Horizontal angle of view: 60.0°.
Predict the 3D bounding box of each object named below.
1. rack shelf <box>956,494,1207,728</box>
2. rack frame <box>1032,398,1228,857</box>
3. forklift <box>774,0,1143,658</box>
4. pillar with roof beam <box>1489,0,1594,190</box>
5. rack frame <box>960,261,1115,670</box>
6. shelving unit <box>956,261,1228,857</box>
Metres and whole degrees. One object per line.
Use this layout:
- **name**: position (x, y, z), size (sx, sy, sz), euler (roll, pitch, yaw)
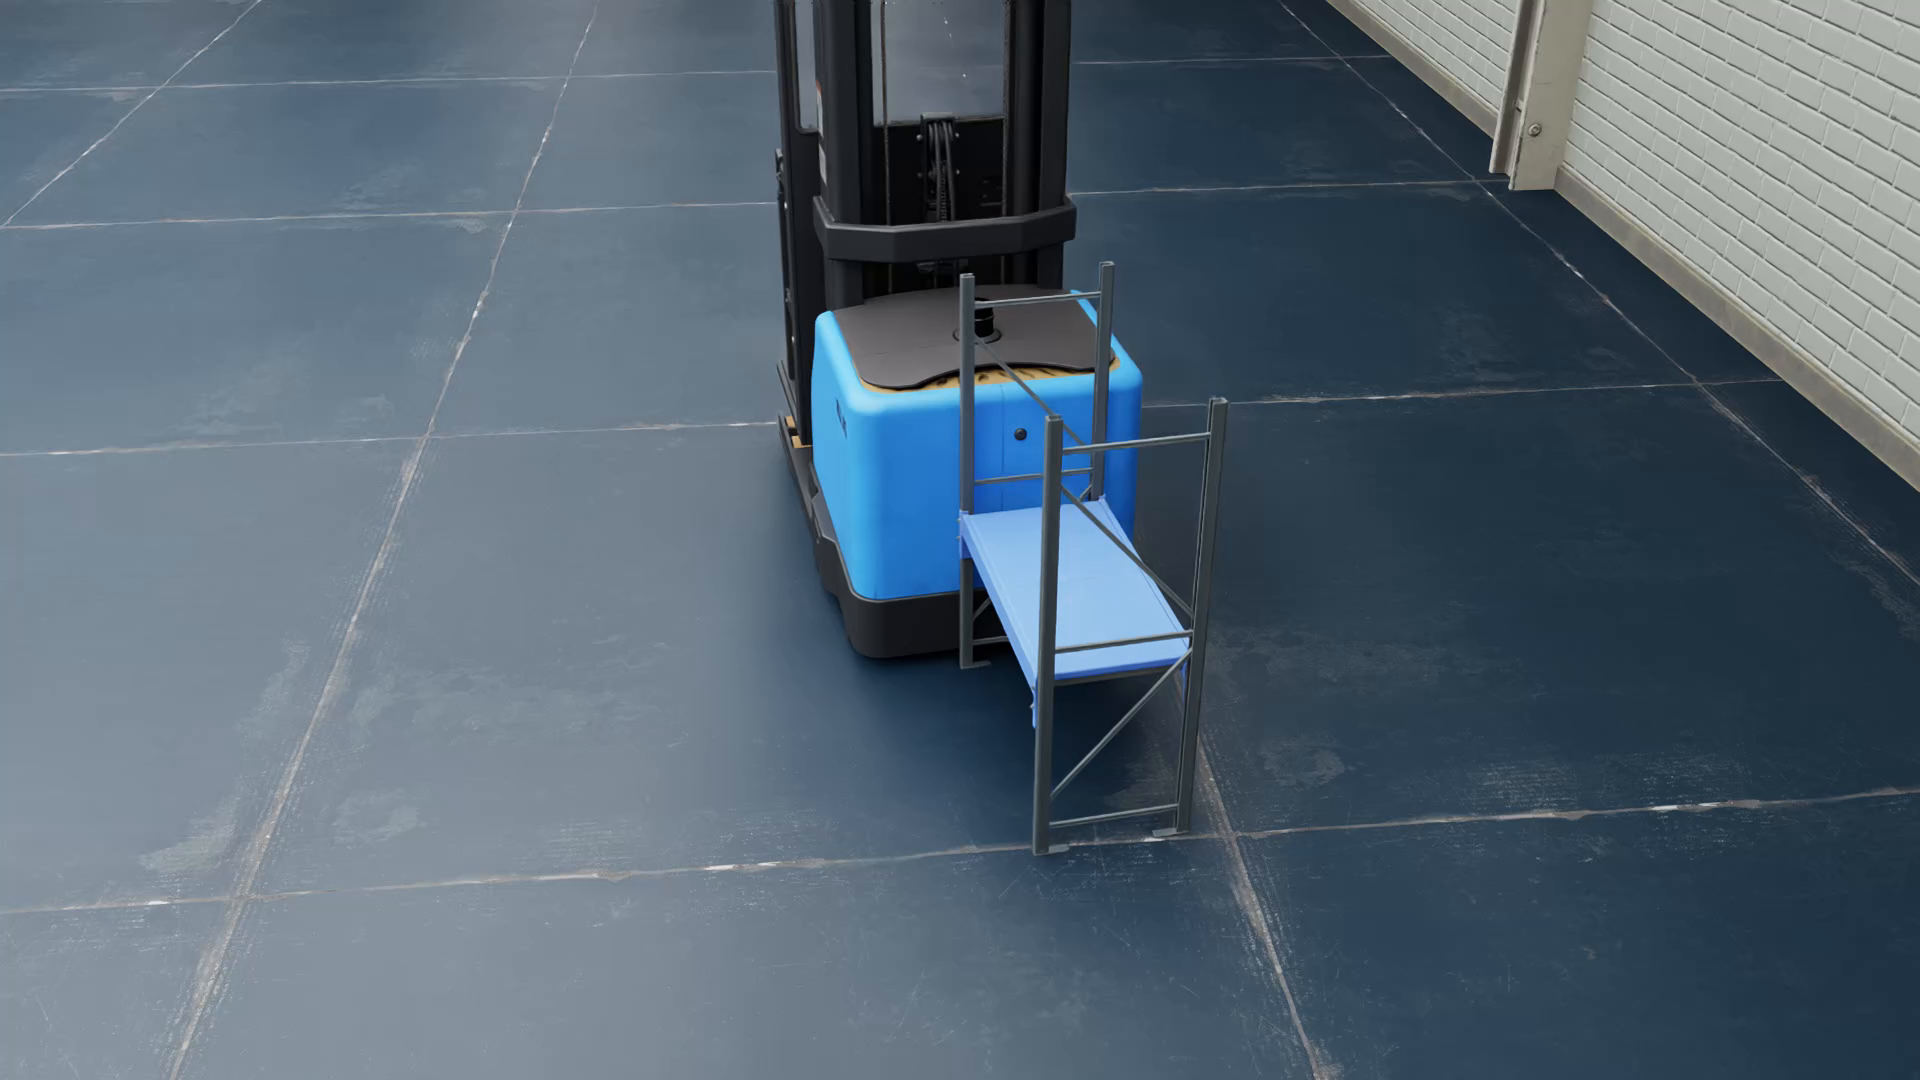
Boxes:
- **rack shelf**: position (0.358, 0.197, 5.308), size (0.538, 0.185, 1.000), euler (-7, 31, -11)
- **rack frame**: position (0.470, 0.297, 4.790), size (0.500, 1.500, 0.032), euler (-7, 31, -11)
- **forklift**: position (-0.186, -1.581, 6.539), size (1.130, 2.935, 3.031), euler (-7, 31, -11)
- **pillar with roof beam**: position (-0.696, -5.956, 7.947), size (9.100, 9.000, 0.400), euler (-3, 31, -5)
- **rack frame**: position (0.246, -0.212, 5.642), size (0.500, 1.500, 0.032), euler (-7, 31, -11)
- **shelving unit**: position (0.358, 0.043, 5.216), size (0.538, 1.500, 1.048), euler (-7, 31, -11)
